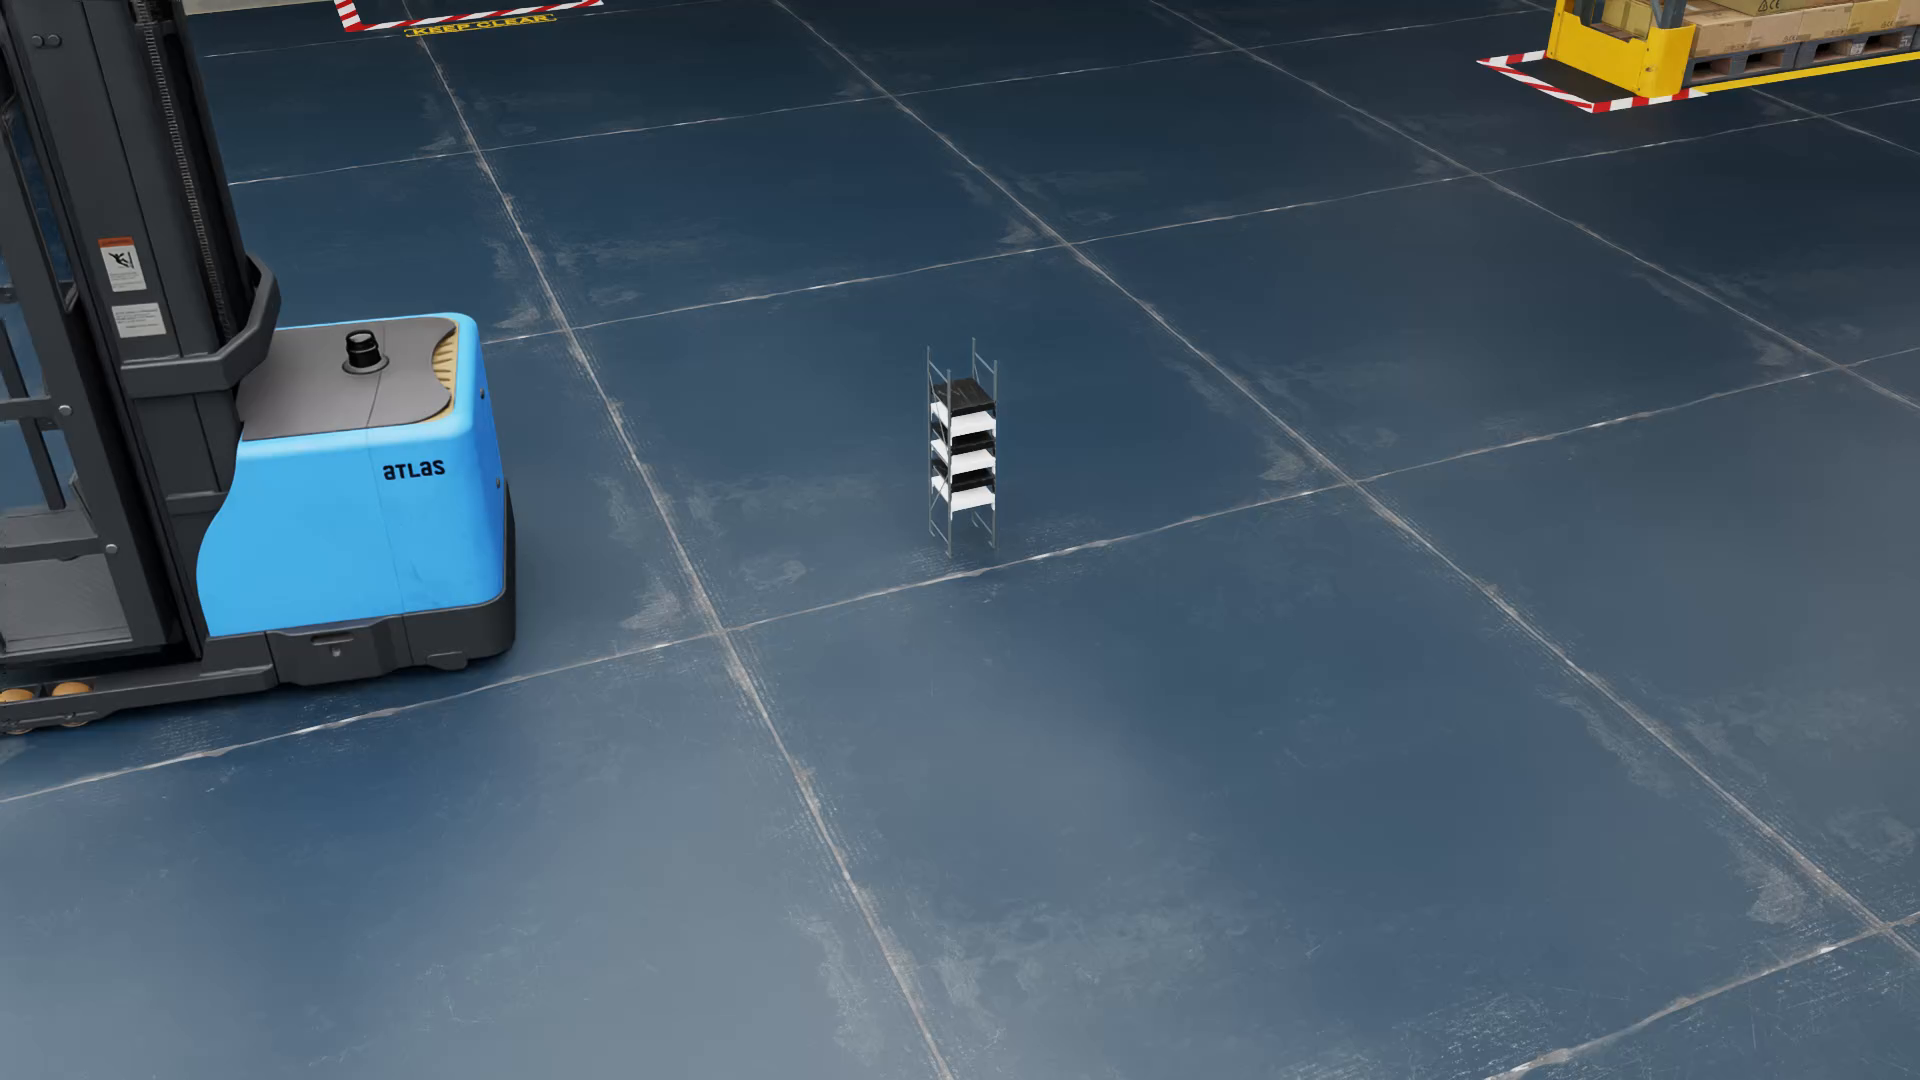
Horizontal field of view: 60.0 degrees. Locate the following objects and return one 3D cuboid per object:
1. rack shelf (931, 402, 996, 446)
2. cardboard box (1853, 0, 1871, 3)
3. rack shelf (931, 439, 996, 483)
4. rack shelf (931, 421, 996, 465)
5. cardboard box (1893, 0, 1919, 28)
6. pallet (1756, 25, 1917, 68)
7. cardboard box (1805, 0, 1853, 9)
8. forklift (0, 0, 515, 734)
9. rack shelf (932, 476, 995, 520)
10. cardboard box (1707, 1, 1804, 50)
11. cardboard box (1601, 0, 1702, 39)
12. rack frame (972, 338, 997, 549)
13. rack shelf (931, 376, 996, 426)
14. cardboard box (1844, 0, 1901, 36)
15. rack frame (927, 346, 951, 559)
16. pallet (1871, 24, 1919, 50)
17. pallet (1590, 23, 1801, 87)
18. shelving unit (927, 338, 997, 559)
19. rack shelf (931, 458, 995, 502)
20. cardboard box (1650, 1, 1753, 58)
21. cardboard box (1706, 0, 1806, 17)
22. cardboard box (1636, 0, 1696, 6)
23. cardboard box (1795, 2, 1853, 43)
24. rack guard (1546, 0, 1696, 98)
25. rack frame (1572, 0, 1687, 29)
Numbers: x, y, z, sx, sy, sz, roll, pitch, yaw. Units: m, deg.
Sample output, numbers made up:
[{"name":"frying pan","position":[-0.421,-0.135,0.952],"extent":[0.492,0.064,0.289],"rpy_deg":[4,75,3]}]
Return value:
[{"name":"rack shelf","position":[0.007,-0.502,6.927],"extent":[0.200,0.077,0.258],"rpy_deg":[-13,35,-19]},{"name":"cardboard box","position":[6.977,-4.493,12.854],"extent":[0.500,0.500,0.500],"rpy_deg":[-13,35,-19]},{"name":"rack shelf","position":[0.007,-0.351,7.025],"extent":[0.200,0.077,0.258],"rpy_deg":[-13,35,-19]},{"name":"rack shelf","position":[0.007,-0.426,6.976],"extent":[0.200,0.077,0.258],"rpy_deg":[-13,35,-19]},{"name":"cardboard box","position":[7.437,-4.286,13.222],"extent":[0.500,0.250,0.500],"rpy_deg":[-13,35,-19]},{"name":"pallet","position":[6.824,-4.108,13.370],"extent":[1.213,0.211,1.003],"rpy_deg":[-13,35,-19]},{"name":"cardboard box","position":[6.509,-4.397,12.705],"extent":[0.500,0.500,0.500],"rpy_deg":[-13,35,-19]},{"name":"forklift","position":[-3.317,-0.828,5.835],"extent":[3.031,2.935,1.130],"rpy_deg":[-7,34,-11]},{"name":"rack shelf","position":[0.007,-0.200,7.124],"extent":[0.200,0.077,0.258],"rpy_deg":[-13,35,-19]},{"name":"cardboard box","position":[6.053,-3.971,12.739],"extent":[0.500,0.250,0.500],"rpy_deg":[-13,35,-19]},{"name":"cardboard box","position":[5.392,-4.124,12.974],"extent":[0.500,0.250,0.500],"rpy_deg":[-13,35,-19]},{"name":"rack frame","position":[0.101,-0.400,7.040],"extent":[0.006,0.900,0.240],"rpy_deg":[-13,35,-19]},{"name":"rack shelf","position":[0.007,-0.577,6.878],"extent":[0.200,0.077,0.258],"rpy_deg":[-13,35,-19]},{"name":"cardboard box","position":[6.977,-4.180,13.060],"extent":[0.500,0.250,0.500],"rpy_deg":[-13,35,-19]},{"name":"rack frame","position":[-0.086,-0.357,6.974],"extent":[0.006,0.900,0.240],"rpy_deg":[-13,35,-19]},{"name":"pallet","position":[7.951,-4.368,13.769],"extent":[1.213,0.211,1.003],"rpy_deg":[-13,35,-19]},{"name":"pallet","position":[5.701,-3.853,12.978],"extent":[1.213,0.211,1.003],"rpy_deg":[-13,35,-19]},{"name":"shelving unit","position":[0.007,-0.379,7.007],"extent":[0.210,0.900,0.258],"rpy_deg":[-13,35,-19]},{"name":"rack shelf","position":[0.007,-0.276,7.074],"extent":[0.200,0.077,0.258],"rpy_deg":[-13,35,-19]},{"name":"cardboard box","position":[5.593,-3.864,12.574],"extent":[0.500,0.250,0.500],"rpy_deg":[-13,35,-19]},{"name":"cardboard box","position":[6.053,-4.285,12.533],"extent":[0.500,0.500,0.500],"rpy_deg":[-13,35,-19]},{"name":"cardboard box","position":[5.392,-4.440,12.771],"extent":[0.500,0.500,0.500],"rpy_deg":[-13,35,-19]},{"name":"cardboard box","position":[6.514,-4.077,12.901],"extent":[0.500,0.250,0.500],"rpy_deg":[-13,35,-19]},{"name":"rack guard","position":[4.990,-3.786,12.611],"extent":[0.348,0.500,1.175],"rpy_deg":[-13,35,-19]},{"name":"rack frame","position":[5.012,-4.839,11.937],"extent":[0.127,3.000,1.000],"rpy_deg":[-13,35,-19]}]
